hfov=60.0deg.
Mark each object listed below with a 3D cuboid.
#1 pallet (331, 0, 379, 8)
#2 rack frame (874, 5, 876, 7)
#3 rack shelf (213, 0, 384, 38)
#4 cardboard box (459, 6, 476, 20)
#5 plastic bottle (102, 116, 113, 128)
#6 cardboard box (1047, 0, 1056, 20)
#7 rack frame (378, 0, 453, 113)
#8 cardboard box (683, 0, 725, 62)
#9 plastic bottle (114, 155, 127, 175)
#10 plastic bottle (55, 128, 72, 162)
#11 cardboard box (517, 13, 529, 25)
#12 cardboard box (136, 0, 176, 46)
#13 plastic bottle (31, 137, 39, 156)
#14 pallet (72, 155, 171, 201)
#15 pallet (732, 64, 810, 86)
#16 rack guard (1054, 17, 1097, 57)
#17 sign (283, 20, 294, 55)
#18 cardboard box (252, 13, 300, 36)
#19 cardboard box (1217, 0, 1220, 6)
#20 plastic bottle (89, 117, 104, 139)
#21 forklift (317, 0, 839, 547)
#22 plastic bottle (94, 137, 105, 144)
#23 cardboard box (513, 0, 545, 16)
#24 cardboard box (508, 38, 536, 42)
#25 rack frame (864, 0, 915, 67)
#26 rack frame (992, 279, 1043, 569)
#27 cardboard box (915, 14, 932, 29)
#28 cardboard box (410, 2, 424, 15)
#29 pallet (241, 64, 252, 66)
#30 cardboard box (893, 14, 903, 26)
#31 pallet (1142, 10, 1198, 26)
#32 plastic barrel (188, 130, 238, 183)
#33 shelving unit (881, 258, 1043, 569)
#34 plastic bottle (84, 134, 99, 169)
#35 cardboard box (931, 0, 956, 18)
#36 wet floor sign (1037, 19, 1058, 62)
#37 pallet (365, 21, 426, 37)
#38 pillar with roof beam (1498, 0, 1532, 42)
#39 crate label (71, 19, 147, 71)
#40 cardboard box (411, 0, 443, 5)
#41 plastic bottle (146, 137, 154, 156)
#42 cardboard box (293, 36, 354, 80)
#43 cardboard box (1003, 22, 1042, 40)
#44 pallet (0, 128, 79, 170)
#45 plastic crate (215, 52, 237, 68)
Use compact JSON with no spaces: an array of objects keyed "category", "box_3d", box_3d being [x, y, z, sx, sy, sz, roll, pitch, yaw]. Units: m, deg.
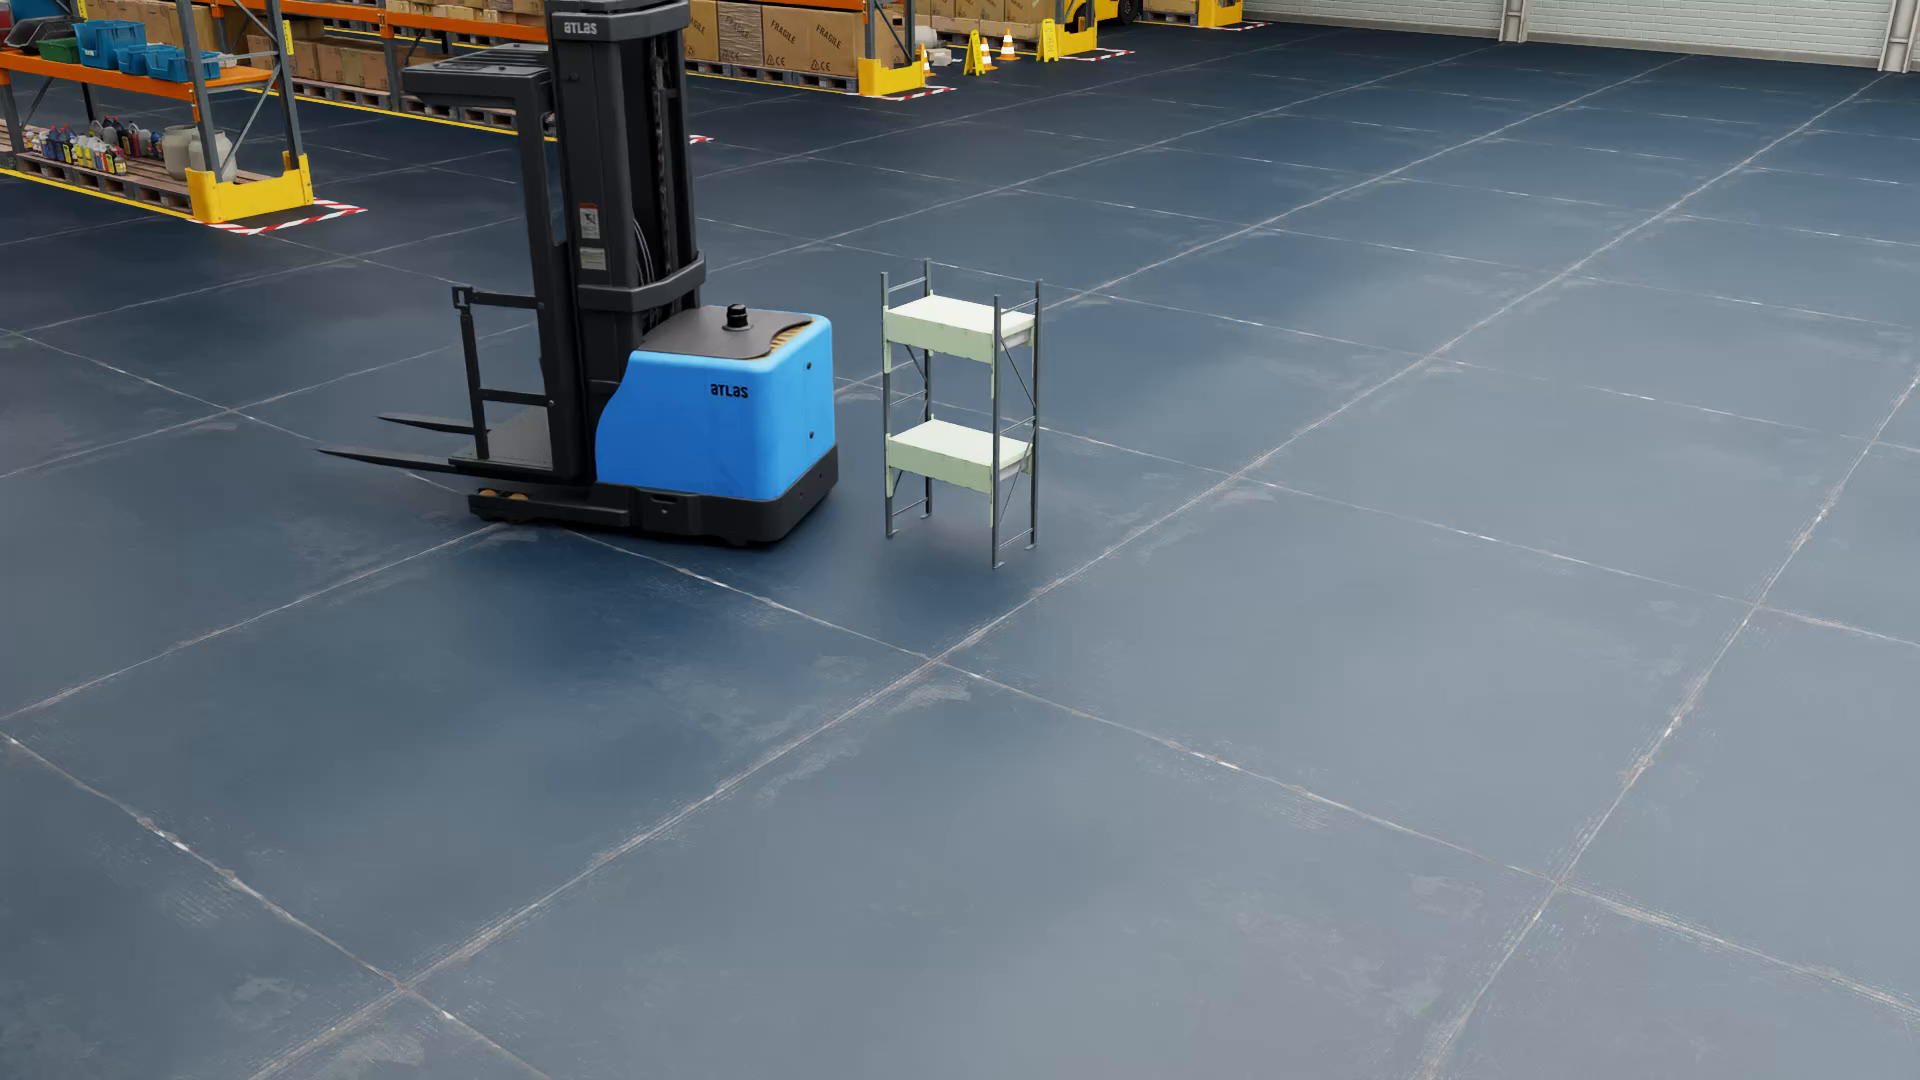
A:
[{"category":"pallet","box_3d":[-7.774,-7.397,22.555,1.213,0.211,1.003,17,29,33]},{"category":"rack frame","box_3d":[-1.306,-10.450,29.247,0.127,3.000,1.000,17,29,33]},{"category":"rack shelf","box_3d":[-8.850,-7.407,23.233,4.000,0.370,1.077,17,29,33]},{"category":"cardboard box","box_3d":[-6.050,-6.630,20.890,0.250,0.149,0.380,17,29,33]},{"category":"plastic bottle","box_3d":[-9.532,-4.581,18.667,0.185,0.351,0.144,16,28,32]},{"category":"cardboard box","box_3d":[1.396,-9.050,28.028,0.500,0.500,0.500,16,28,32]},{"category":"rack frame","box_3d":[-7.250,-7.253,21.991,0.127,3.000,1.000,17,29,33]},{"category":"cardboard box","box_3d":[-3.733,-7.874,25.515,0.875,0.875,0.875,17,29,34]},{"category":"plastic bottle","box_3d":[-8.752,-3.911,17.331,0.097,0.201,0.097,0,24,0]},{"category":"plastic bottle","box_3d":[-9.672,-4.269,17.959,0.185,0.351,0.144,15,28,31]},{"category":"cardboard box","box_3d":[-5.197,-6.417,20.404,0.250,0.149,0.380,17,29,33]},{"category":"cardboard box","box_3d":[-11.699,-7.832,25.419,0.875,0.875,1.225,17,29,33]},{"category":"plastic bottle","box_3d":[-10.147,-4.332,18.288,0.097,0.201,0.097,0,24,0]},{"category":"pallet","box_3d":[-8.727,-3.908,17.858,1.213,0.211,1.003,17,29,33]},{"category":"pallet","box_3d":[-2.652,-7.049,24.986,1.213,0.211,1.003,17,29,33]},{"category":"rack guard","box_3d":[1.834,-8.357,27.598,0.348,0.500,1.175,17,29,33]},{"category":"sign","box_3d":[-6.686,-4.991,16.513,0.005,0.325,0.100,17,29,33]},{"category":"cardboard box","box_3d":[-9.896,-7.468,24.104,0.500,0.250,0.500,18,30,35]},{"category":"cardboard box","box_3d":[4.593,-10.201,31.571,0.500,0.250,0.500,17,29,34]},{"category":"plastic bottle","box_3d":[-9.618,-4.535,18.561,0.185,0.351,0.144,17,29,33]},{"category":"forklift","box_3d":[-2.296,-1.631,9.316,3.031,2.935,1.130,7,25,15]},{"category":"plastic bottle","box_3d":[-9.263,-4.186,17.863,0.135,0.276,0.152,17,29,33]},{"category":"cardboard box","box_3d":[-4.945,-6.691,20.224,0.500,0.500,0.875,17,29,33]},{"category":"cardboard box","box_3d":[-6.962,-8.782,27.731,0.750,0.750,1.050,16,29,33]},{"category":"rack frame","box_3d":[-0.993,-7.861,23.372,0.127,3.000,1.000,17,29,33]},{"category":"rack frame","box_3d":[0.298,-0.596,8.743,0.023,1.500,0.400,17,29,33]},{"category":"cardboard box","box_3d":[-0.562,-9.029,28.911,0.500,0.250,0.500,19,30,36]},{"category":"cardboard box","box_3d":[-6.849,-6.873,21.439,0.250,0.149,0.380,17,29,33]},{"category":"pallet","box_3d":[-11.036,-7.159,25.236,1.213,0.211,1.003,17,29,33]},{"category":"cardboard box","box_3d":[-1.265,-8.609,28.166,0.500,0.500,0.500,-5,24,-12]},{"category":"pallet","box_3d":[4.231,-9.981,31.640,1.213,0.211,1.003,17,29,33]},{"category":"plastic barrel","box_3d":[-7.592,-3.876,16.891,0.421,0.512,0.421,0,24,0]},{"category":"shelving unit","box_3d":[0.005,-0.685,8.944,0.755,1.500,0.431,17,29,33]},{"category":"plastic bottle","box_3d":[-9.183,-4.121,17.623,0.185,0.351,0.144,18,30,35]},{"category":"cardboard box","box_3d":[-0.147,-9.246,28.473,0.500,0.500,0.500,19,30,36]},{"category":"wet floor sign","box_3d":[1.405,-8.014,26.639,0.267,0.644,0.232,-15,28,-30]},{"category":"pallet","box_3d":[-9.972,-9.299,30.094,1.213,0.211,1.003,17,29,33]},{"category":"pillar with roof beam","box_3d":[7.071,-11.450,24.076,0.400,9.000,9.100,17,29,33]},{"category":"crate label","box_3d":[-8.654,-5.061,16.973,0.616,0.435,0.502,17,29,33]},{"category":"cardboard box","box_3d":[-6.548,-7.174,21.318,0.500,0.500,0.875,17,29,33]},{"category":"plastic bottle","box_3d":[-8.881,-4.328,18.277,0.097,0.201,0.097,0,24,0]},{"category":"cardboard box","box_3d":[-8.993,-6.857,23.647,0.500,0.500,0.700,20,31,38]},{"category":"cardboard box","box_3d":[1.067,-8.531,27.782,0.500,0.250,0.500,17,29,33]},{"category":"pallet","box_3d":[-10.872,-4.556,19.329,1.213,0.211,1.003,17,29,33]},{"category":"plastic crate","box_3d":[-7.543,-4.887,16.948,0.250,0.136,0.298,17,29,33]}]
